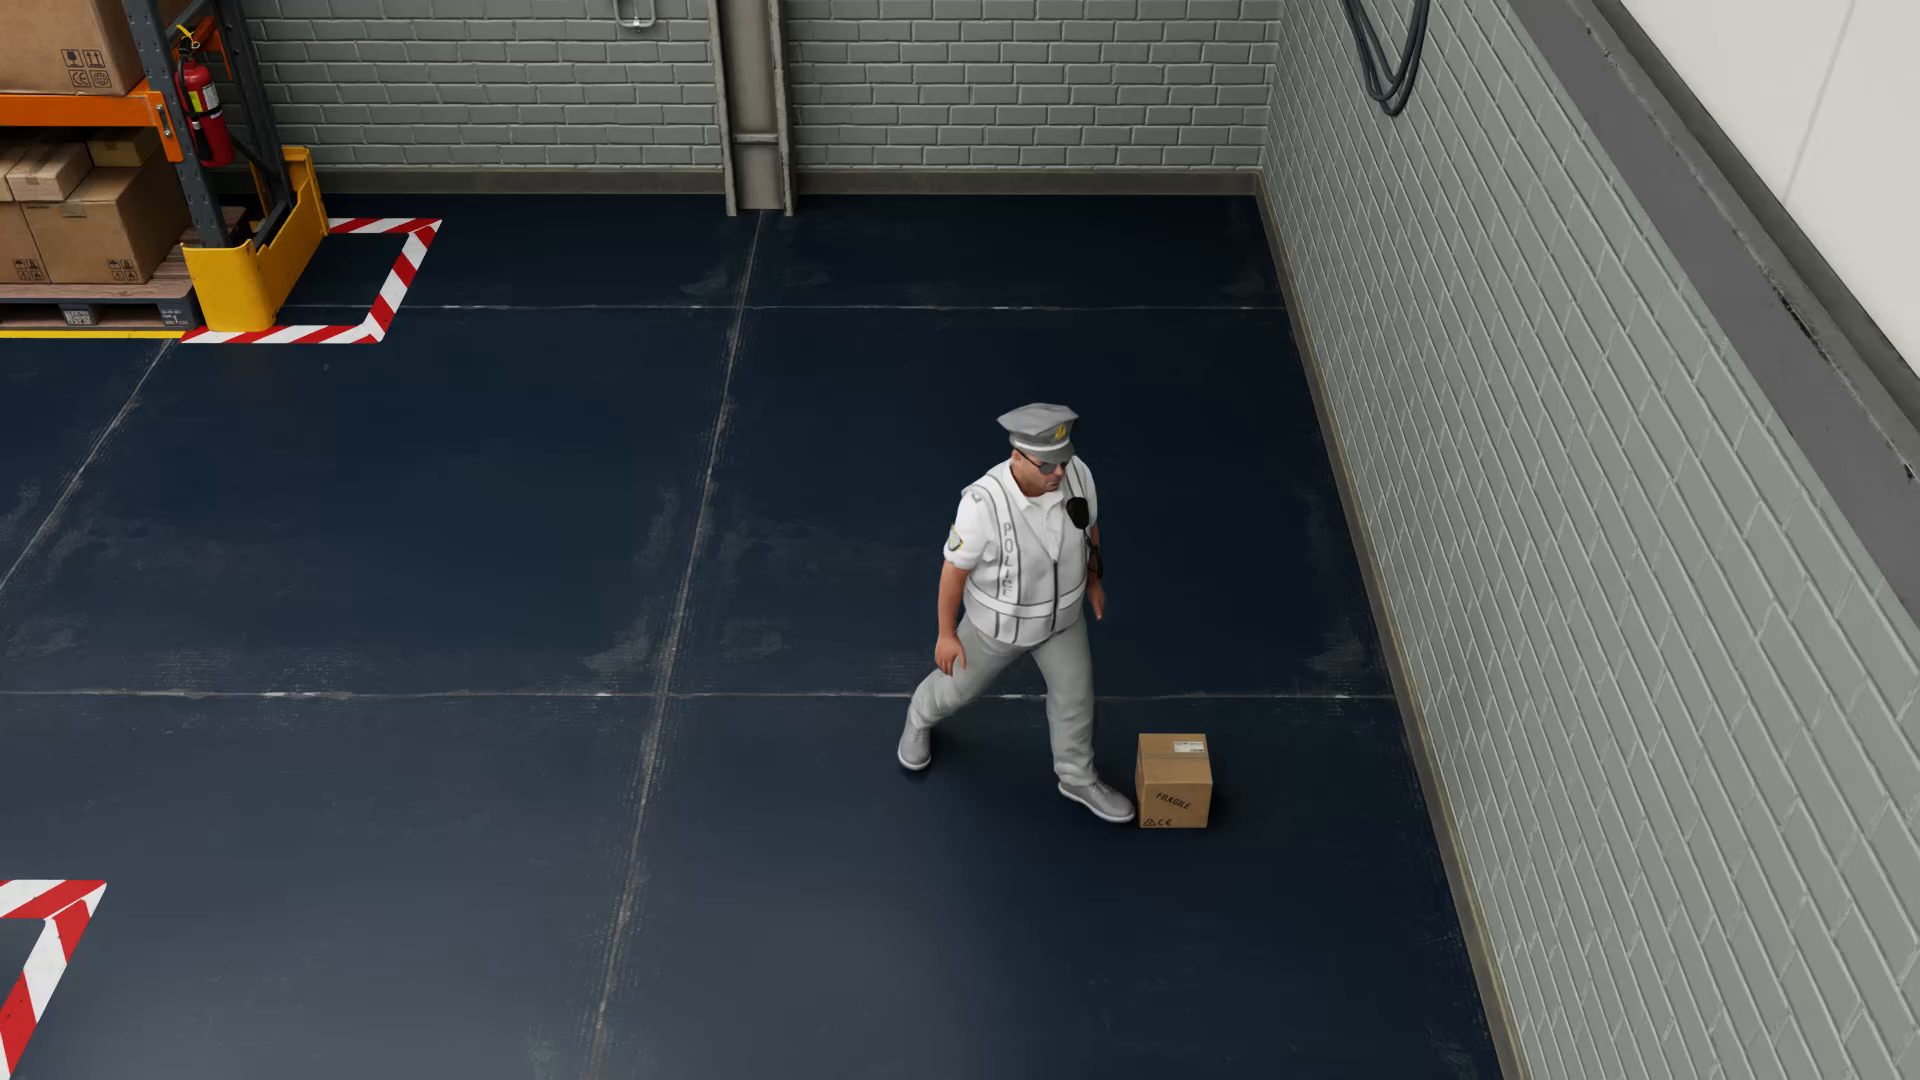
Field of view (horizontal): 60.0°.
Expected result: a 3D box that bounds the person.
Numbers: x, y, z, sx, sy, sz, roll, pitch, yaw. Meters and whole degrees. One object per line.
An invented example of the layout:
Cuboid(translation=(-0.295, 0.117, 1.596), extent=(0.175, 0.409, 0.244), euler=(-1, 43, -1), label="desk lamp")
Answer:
Cuboid(translation=(0.206, 0.231, 5.860), extent=(0.718, 1.729, 0.902), euler=(-22, 44, -24), label="person")
